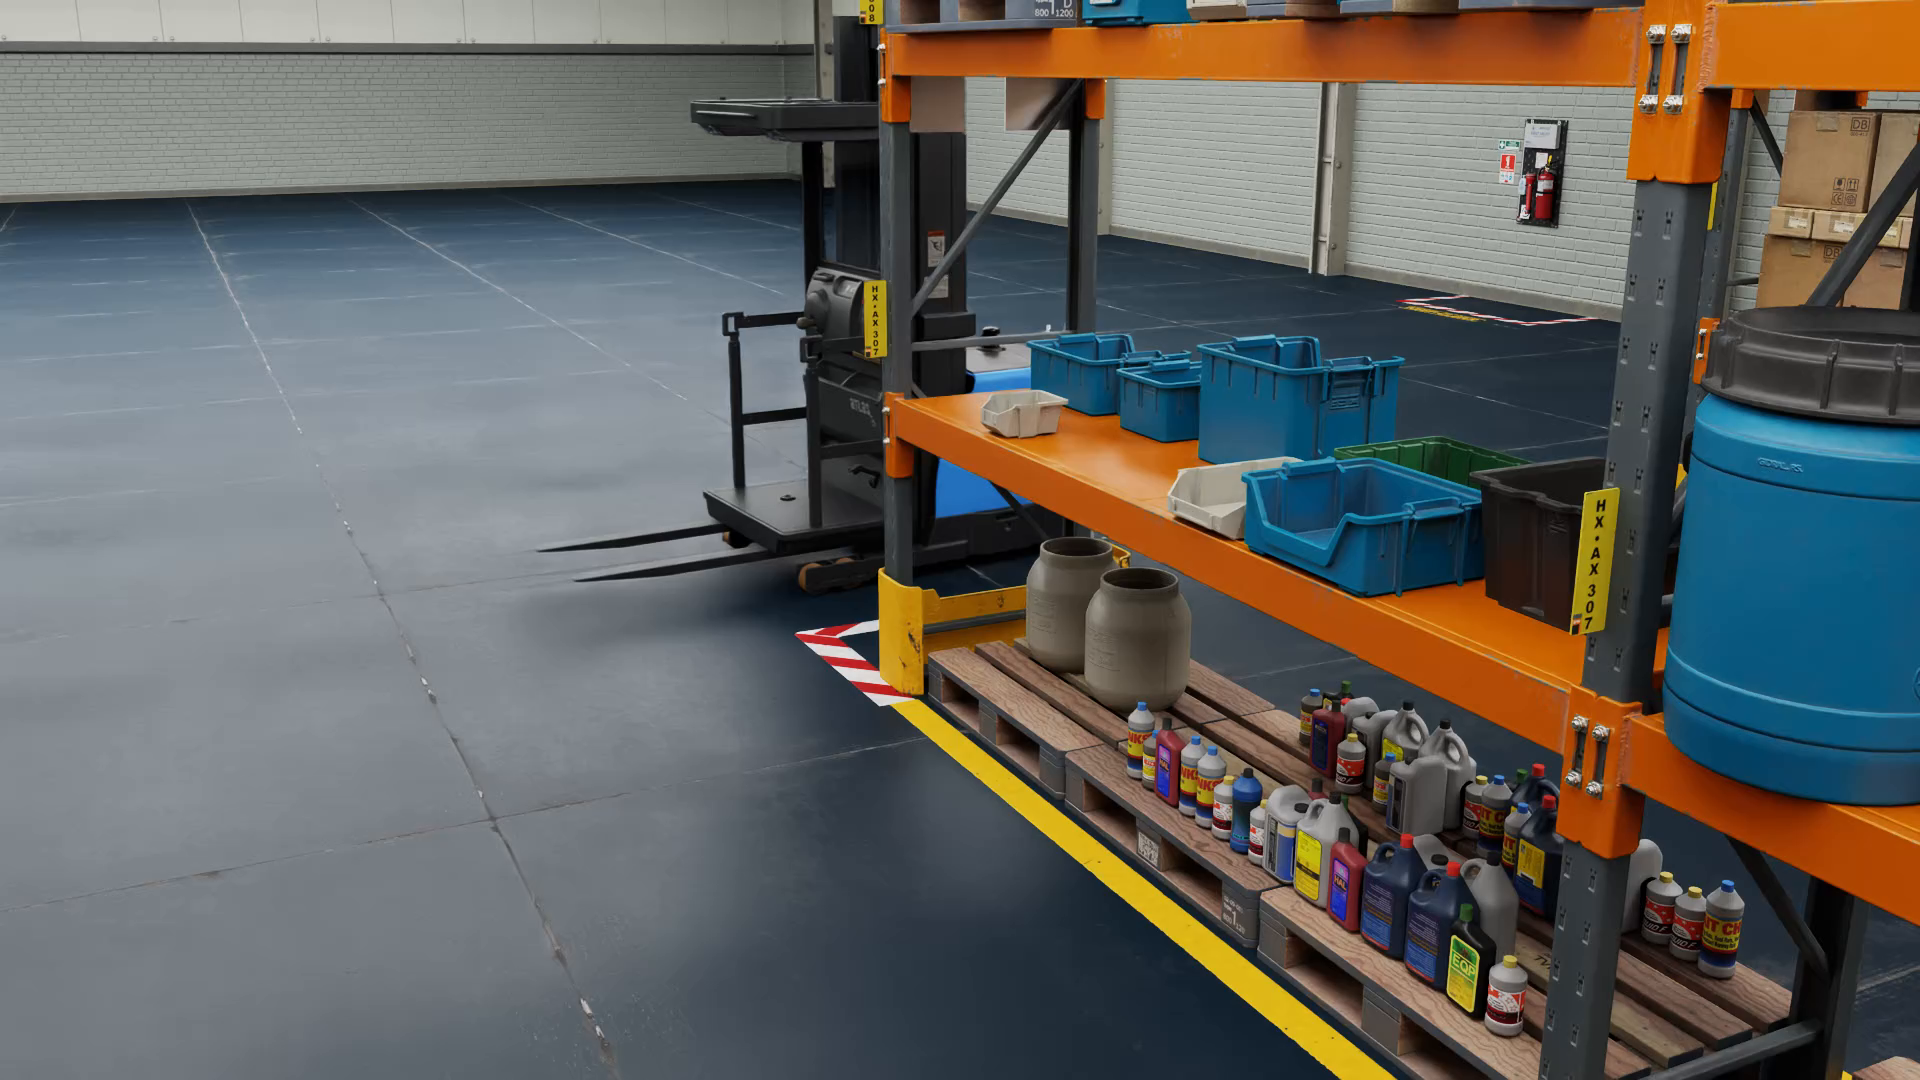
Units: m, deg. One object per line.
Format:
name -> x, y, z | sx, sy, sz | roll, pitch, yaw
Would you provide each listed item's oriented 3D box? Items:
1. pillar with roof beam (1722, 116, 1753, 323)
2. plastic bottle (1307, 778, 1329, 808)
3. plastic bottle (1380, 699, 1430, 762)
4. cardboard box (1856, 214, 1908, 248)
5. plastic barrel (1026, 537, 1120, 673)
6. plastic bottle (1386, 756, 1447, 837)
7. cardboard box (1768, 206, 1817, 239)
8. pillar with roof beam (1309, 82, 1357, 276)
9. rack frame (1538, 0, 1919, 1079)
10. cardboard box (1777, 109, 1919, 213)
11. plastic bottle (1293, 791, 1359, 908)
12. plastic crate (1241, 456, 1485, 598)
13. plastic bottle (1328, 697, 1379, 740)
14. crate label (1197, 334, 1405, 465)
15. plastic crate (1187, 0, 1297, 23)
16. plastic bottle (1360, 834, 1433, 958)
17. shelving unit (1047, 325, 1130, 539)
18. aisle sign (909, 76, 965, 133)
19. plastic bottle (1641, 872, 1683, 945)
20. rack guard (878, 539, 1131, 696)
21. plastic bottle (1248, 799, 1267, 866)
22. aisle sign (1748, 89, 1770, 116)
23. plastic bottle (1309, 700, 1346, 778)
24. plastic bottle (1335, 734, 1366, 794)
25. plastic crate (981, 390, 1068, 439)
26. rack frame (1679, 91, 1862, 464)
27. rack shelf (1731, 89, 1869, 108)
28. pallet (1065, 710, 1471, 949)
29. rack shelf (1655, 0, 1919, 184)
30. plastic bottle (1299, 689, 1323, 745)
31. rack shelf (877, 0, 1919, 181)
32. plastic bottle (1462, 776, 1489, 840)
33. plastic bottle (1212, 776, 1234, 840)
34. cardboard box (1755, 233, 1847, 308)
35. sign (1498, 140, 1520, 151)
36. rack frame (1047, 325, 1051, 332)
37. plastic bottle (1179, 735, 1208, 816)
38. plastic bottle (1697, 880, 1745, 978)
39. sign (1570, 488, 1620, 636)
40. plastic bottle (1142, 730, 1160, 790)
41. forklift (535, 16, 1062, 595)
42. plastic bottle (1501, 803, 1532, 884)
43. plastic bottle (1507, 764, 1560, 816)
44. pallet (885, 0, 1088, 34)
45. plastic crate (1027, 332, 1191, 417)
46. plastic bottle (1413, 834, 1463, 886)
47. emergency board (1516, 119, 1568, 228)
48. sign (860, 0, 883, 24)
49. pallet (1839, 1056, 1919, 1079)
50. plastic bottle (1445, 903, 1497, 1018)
pillar with roof beam -> 3.628, -5.853, 13.832 | 9.100, 9.000, 0.400 | -8, 18, -25
plastic bottle -> 1.150, 0.906, 5.282 | 0.061, 0.283, 0.133 | -8, 18, -25
plastic bottle -> 1.558, 0.731, 5.769 | 0.144, 0.351, 0.185 | -7, 17, -23
cardboard box -> 4.795, -1.581, 8.464 | 0.380, 0.149, 0.250 | -8, 18, -25
plastic barrel -> 0.494, 0.274, 7.106 | 0.421, 0.512, 0.421 | 0, 16, 0
plastic bottle -> 1.517, 0.838, 5.534 | 0.152, 0.276, 0.135 | -8, 18, -25
cardboard box -> 4.569, -1.708, 8.907 | 0.380, 0.149, 0.250 | -8, 18, -25
pillar with roof beam -> 1.000, -7.341, 19.017 | 9.100, 9.000, 0.400 | -8, 18, -25
rack frame -> 1.889, 0.118, 3.901 | 1.000, 3.000, 0.127 | -8, 18, -25
cardboard box -> 4.807, -2.013, 8.792 | 0.700, 0.500, 0.500 | -8, 18, -25
plastic bottle -> 1.122, 0.927, 5.086 | 0.144, 0.351, 0.185 | -8, 18, -25
plastic crate -> 1.160, -0.052, 4.763 | 0.499, 0.251, 0.616 | -8, 18, -25
plastic bottle -> 1.421, 0.692, 6.041 | 0.152, 0.276, 0.135 | -8, 18, -24
crate label -> 1.186, -0.467, 5.876 | 0.502, 0.435, 0.616 | -8, 18, -25
plastic crate -> 0.822, -1.546, 4.740 | 0.243, 0.136, 0.396 | -8, 18, -25
plastic bottle -> 1.264, 1.008, 4.806 | 0.144, 0.351, 0.185 | -9, 18, -28
shelving unit -> 0.741, -0.647, 9.829 | 0.258, 1.200, 0.503 | -9, 18, -30
aisle sign -> -0.158, -2.106, 6.937 | 0.394, 0.787, 0.004 | -8, 18, -25
plastic bottle -> 2.054, 1.069, 4.862 | 0.097, 0.201, 0.097 | 0, 16, 0
rack guard -> 0.212, 0.341, 7.656 | 1.175, 0.500, 0.348 | -8, 18, -25
plastic bottle -> 0.978, 0.932, 5.339 | 0.097, 0.201, 0.097 | 0, 16, 0
aisle sign -> 4.287, -2.700, 9.009 | 0.394, 0.787, 0.004 | -8, 18, -25
plastic bottle -> 1.326, 0.702, 5.994 | 0.061, 0.283, 0.133 | -8, 18, -25
plastic bottle -> 1.378, 0.782, 5.862 | 0.097, 0.201, 0.097 | 0, 16, 0
plastic crate -> 0.239, -0.486, 6.485 | 0.298, 0.136, 0.250 | -8, 18, -25
rack frame -> 4.591, -1.471, 9.440 | 1.000, 3.000, 0.127 | -8, 18, -25
rack shelf -> 5.467, -2.071, 7.397 | 1.077, 0.370, 4.000 | -8, 18, -25
pallet -> 1.094, 0.984, 5.939 | 1.003, 0.211, 1.213 | -8, 18, -25
rack shelf -> 2.765, -0.482, 1.858 | 1.077, 0.370, 4.000 | -8, 18, -25
plastic bottle -> 1.335, 0.662, 6.280 | 0.097, 0.201, 0.097 | 0, 16, 0
rack shelf -> 1.013, -1.474, 5.314 | 1.077, 0.370, 4.000 | -8, 18, -25
plastic bottle -> 1.723, 0.882, 5.516 | 0.097, 0.201, 0.097 | 0, 16, 0
plastic bottle -> 0.888, 0.882, 5.516 | 0.097, 0.201, 0.097 | 0, 16, 0
cardboard box -> 4.784, -1.402, 9.017 | 0.700, 0.500, 0.500 | -8, 18, -25
sign -> 6.294, -4.526, 19.059 | 0.001, 0.109, 0.331 | -8, 18, -25
rack frame -> 0.616, -0.705, 10.030 | 0.240, 1.200, 0.015 | -9, 18, -30
plastic bottle -> 0.801, 0.798, 5.679 | 0.097, 0.271, 0.097 | 0, 16, 0
plastic bottle -> 2.143, 1.086, 4.676 | 0.097, 0.271, 0.097 | 0, 16, 0
sign -> 1.390, 0.049, 3.641 | 0.100, 0.325, 0.005 | -8, 18, -25
plastic bottle -> 0.696, 0.773, 5.895 | 0.097, 0.201, 0.097 | 0, 16, 0
forklift -> -0.779, -1.286, 8.918 | 3.031, 2.935, 1.130 | -9, 18, -30
plastic bottle -> 1.736, 0.946, 5.163 | 0.097, 0.271, 0.097 | 0, 16, 0
plastic bottle -> 1.826, 0.883, 5.241 | 0.144, 0.351, 0.185 | -8, 18, -27
pallet -> 0.411, -2.008, 6.213 | 1.003, 0.211, 1.213 | -8, 18, -25
plastic crate -> 0.625, -0.714, 7.071 | 0.499, 0.251, 0.616 | -8, 18, -25
plastic bottle -> 1.386, 1.019, 4.901 | 0.152, 0.276, 0.135 | -8, 18, -25
emergency board -> 6.450, -4.107, 18.624 | 0.194, 1.169, 0.643 | -8, 18, -25
sign -> -0.360, -2.254, 6.714 | 0.100, 0.325, 0.005 | -8, 18, -25
pallet -> 2.268, 1.649, 3.623 | 1.003, 0.211, 1.213 | -8, 18, -25
plastic bottle -> 1.382, 1.133, 4.492 | 0.061, 0.283, 0.133 | -7, 17, -22
